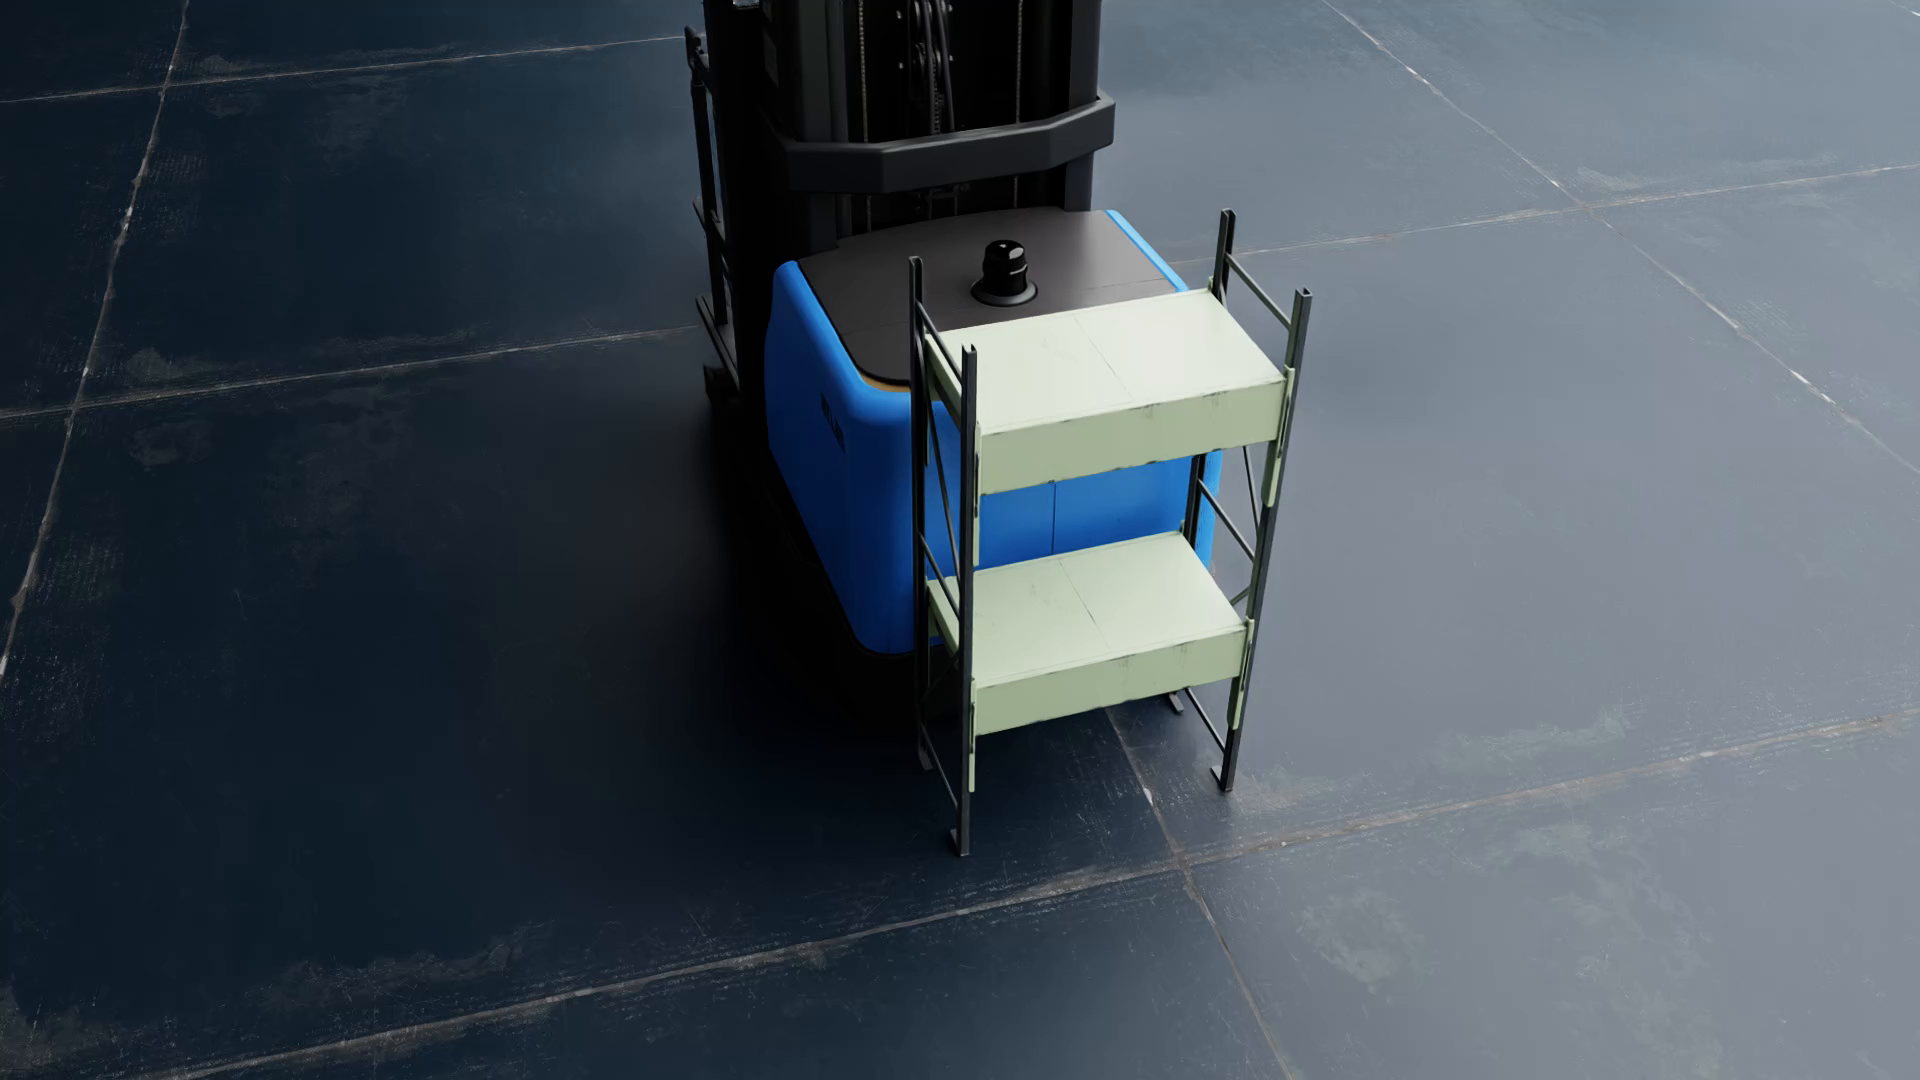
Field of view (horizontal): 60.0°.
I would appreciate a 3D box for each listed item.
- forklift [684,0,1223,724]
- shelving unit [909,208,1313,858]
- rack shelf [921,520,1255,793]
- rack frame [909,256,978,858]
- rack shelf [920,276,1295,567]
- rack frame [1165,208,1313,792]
[{"bbox_3d":[-0.253,-1.565,4.884,1.130,2.935,3.031,-12,39,-15],"label":"forklift"},{"bbox_3d":[0.305,0.028,3.969,0.755,1.500,0.431,-11,40,-14],"label":"shelving unit"},{"bbox_3d":[0.302,0.282,4.174,0.720,0.370,0.431,-11,40,-14],"label":"rack shelf"},{"bbox_3d":[-0.043,0.097,3.879,0.023,1.500,0.400,-11,40,-14],"label":"rack frame"},{"bbox_3d":[0.308,-0.276,3.724,0.720,0.370,0.431,-11,40,-14],"label":"rack shelf"},{"bbox_3d":[0.653,-0.041,4.059,0.023,1.500,0.400,-11,40,-14],"label":"rack frame"}]
